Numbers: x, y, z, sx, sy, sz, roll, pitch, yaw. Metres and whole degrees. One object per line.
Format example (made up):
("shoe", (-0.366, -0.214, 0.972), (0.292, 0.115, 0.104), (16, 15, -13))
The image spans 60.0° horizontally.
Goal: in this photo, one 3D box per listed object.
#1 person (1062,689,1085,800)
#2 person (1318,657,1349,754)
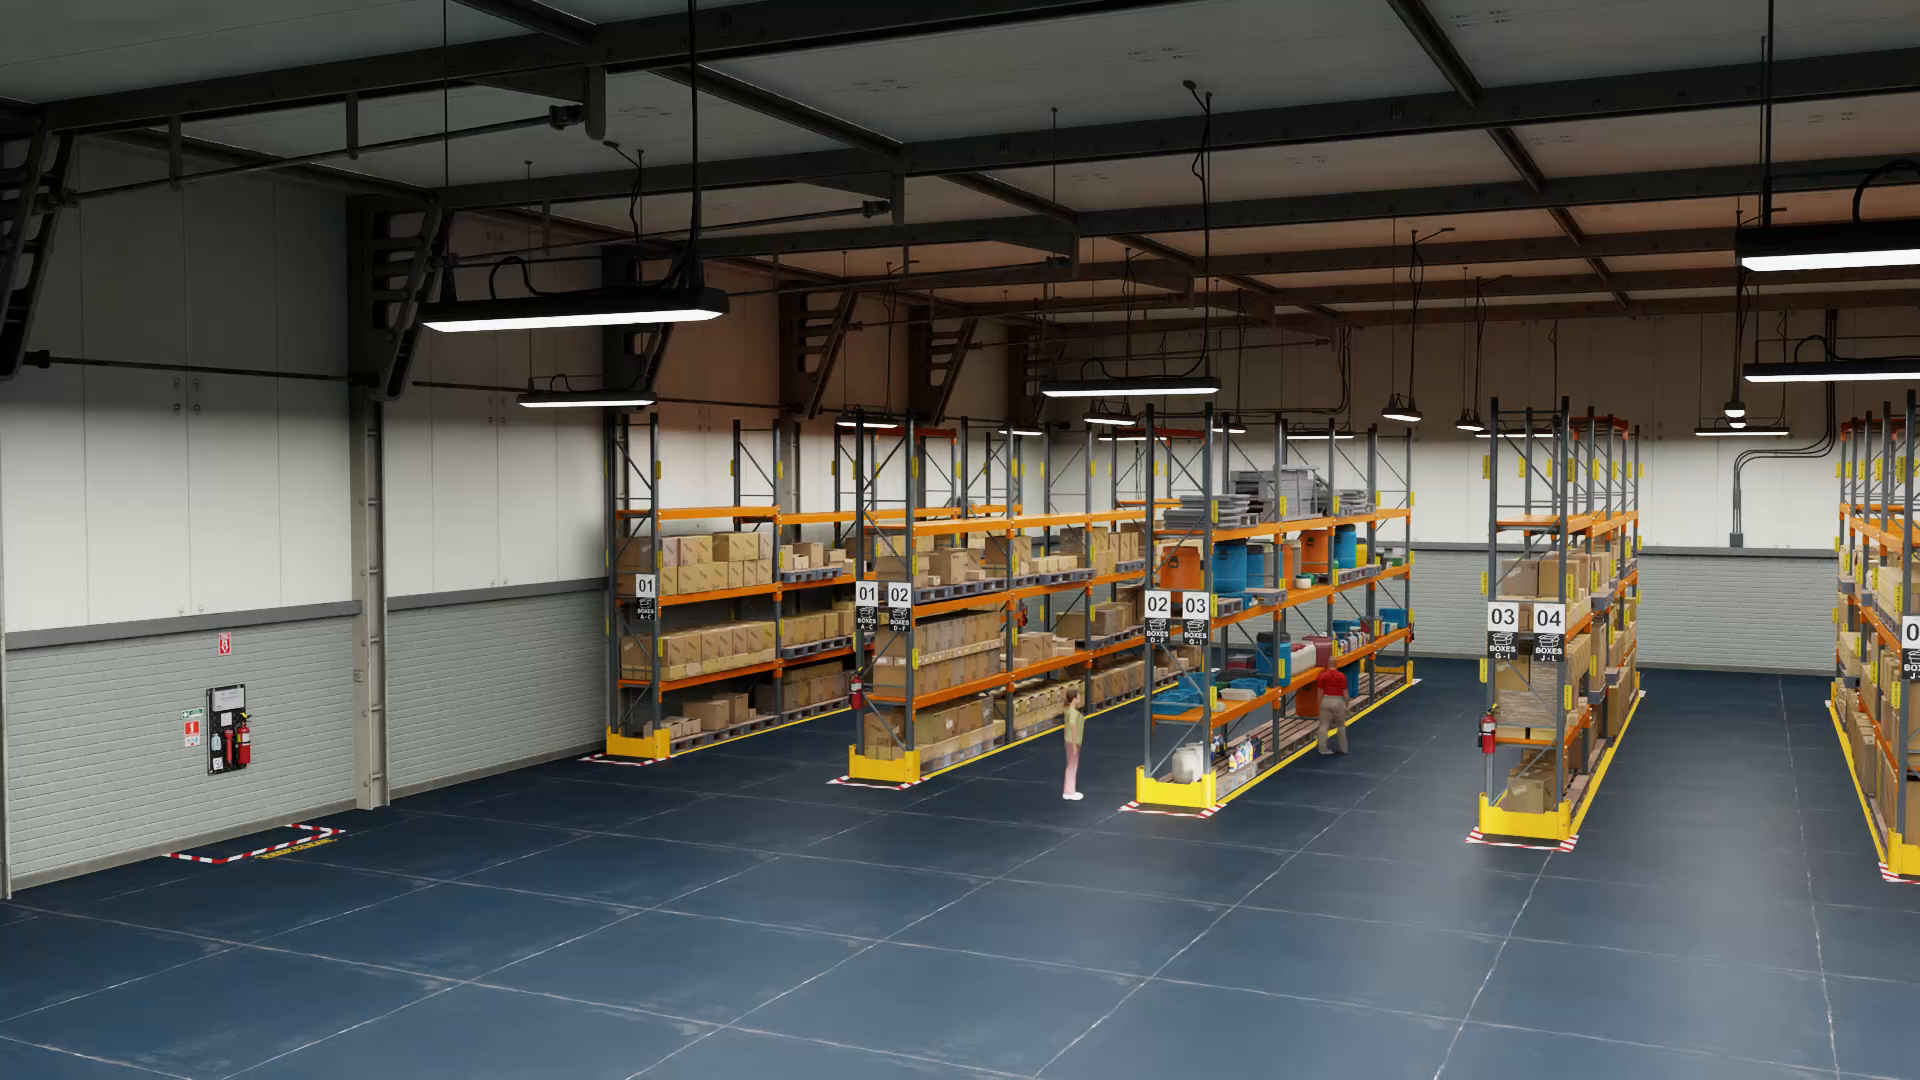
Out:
("person", (1.717, 3.097, 25.253), (0.333, 1.677, 0.517), (0, 2, -8))
("person", (6.641, 2.913, 29.354), (0.516, 1.721, 0.597), (2, 3, 38))
